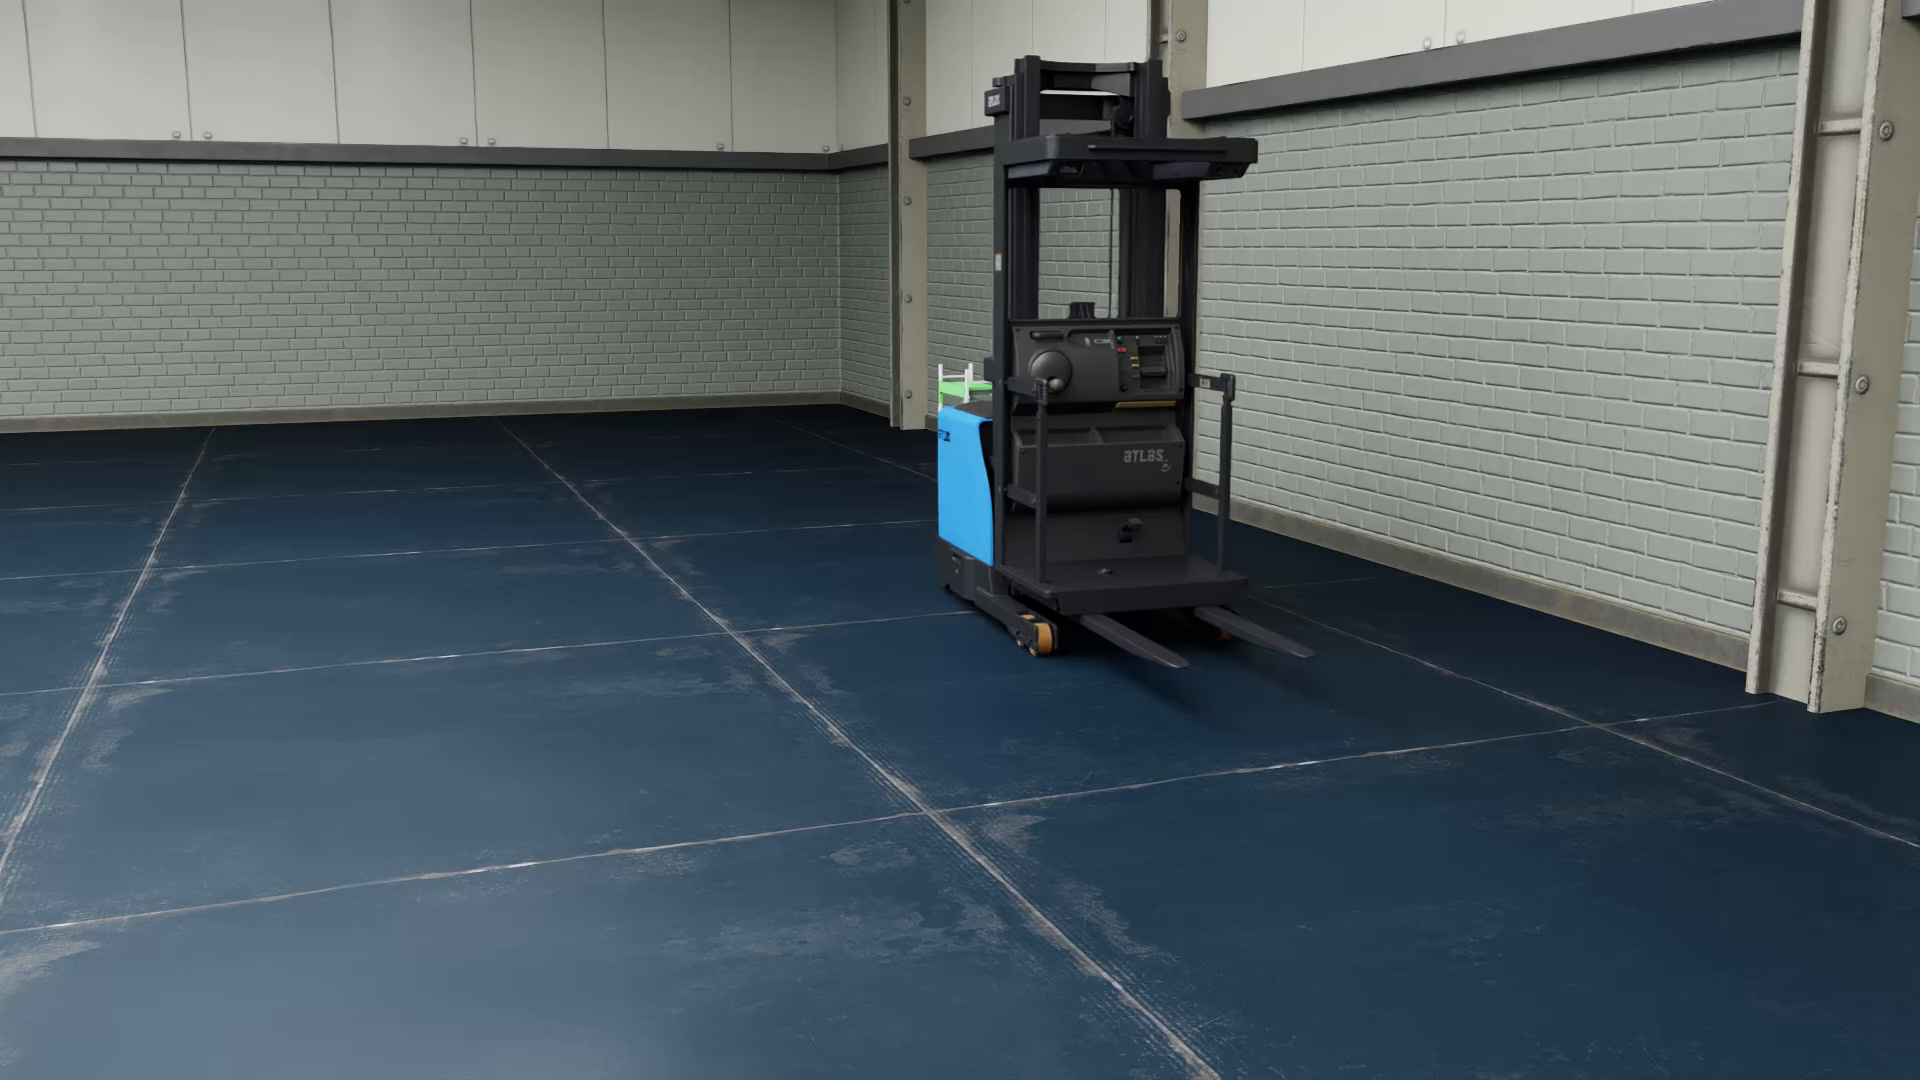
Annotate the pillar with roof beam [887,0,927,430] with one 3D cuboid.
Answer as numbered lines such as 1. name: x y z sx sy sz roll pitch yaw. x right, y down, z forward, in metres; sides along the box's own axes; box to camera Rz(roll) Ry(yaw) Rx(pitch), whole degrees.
1. pillar with roof beam: -4.579 -5.407 16.124 9.100 9.000 0.400 -4 11 -21

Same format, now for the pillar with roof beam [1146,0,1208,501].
1. pillar with roof beam: -2.404 -4.428 10.618 9.100 9.000 0.400 -4 11 -21

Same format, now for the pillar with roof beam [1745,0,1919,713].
1. pillar with roof beam: -0.230 -3.449 5.112 9.100 9.000 0.400 -4 11 -21

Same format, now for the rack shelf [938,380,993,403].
1. rack shelf: 0.060 -0.973 11.090 0.258 0.148 0.480 -4 11 -21

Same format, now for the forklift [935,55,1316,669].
1. forklift: 0.787 -0.950 8.393 1.130 2.935 3.031 -3 11 -17

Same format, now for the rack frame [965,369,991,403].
1. rack frame: 0.148 -0.524 10.939 0.240 1.200 0.015 -4 11 -21

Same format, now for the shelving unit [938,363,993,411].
1. shelving unit: 0.060 -0.564 11.163 0.258 1.200 0.503 -4 11 -21

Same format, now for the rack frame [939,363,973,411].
1. rack frame: -0.028 -0.604 11.387 0.240 1.200 0.015 -4 11 -21
